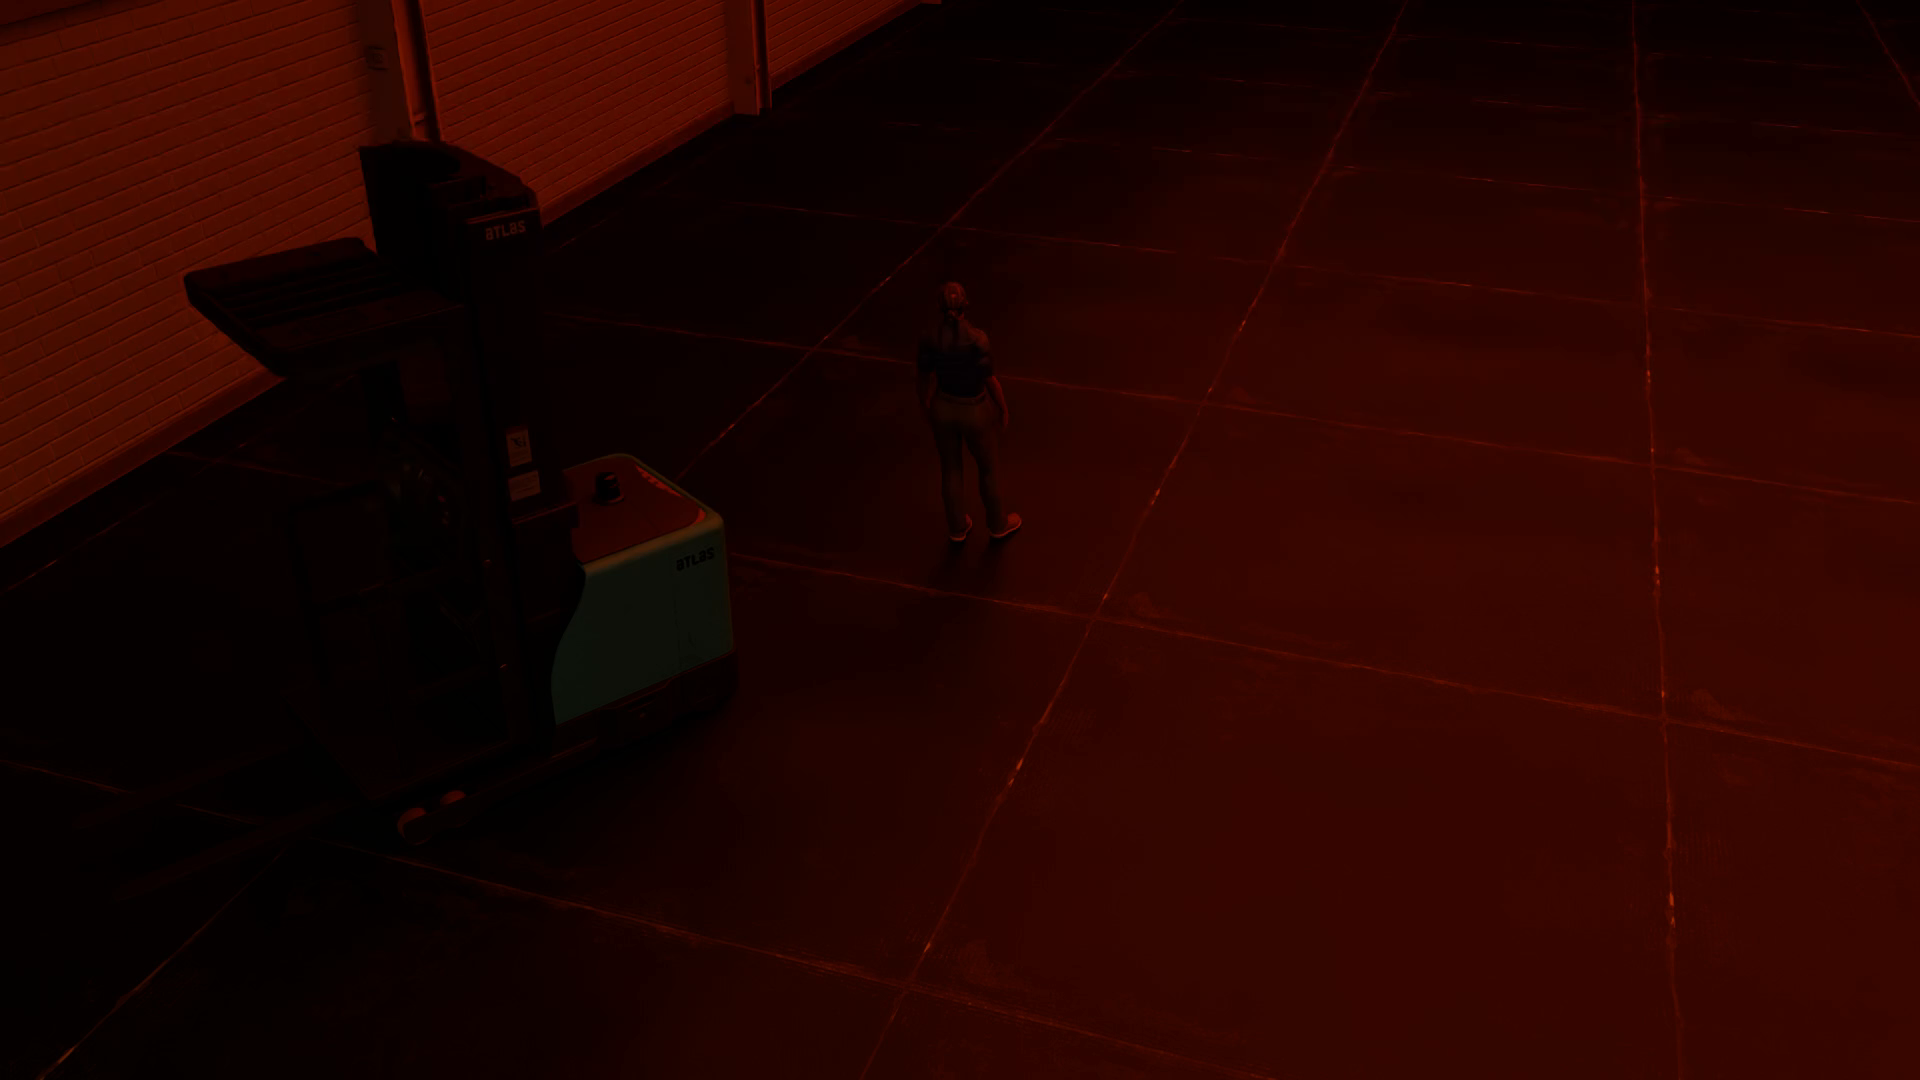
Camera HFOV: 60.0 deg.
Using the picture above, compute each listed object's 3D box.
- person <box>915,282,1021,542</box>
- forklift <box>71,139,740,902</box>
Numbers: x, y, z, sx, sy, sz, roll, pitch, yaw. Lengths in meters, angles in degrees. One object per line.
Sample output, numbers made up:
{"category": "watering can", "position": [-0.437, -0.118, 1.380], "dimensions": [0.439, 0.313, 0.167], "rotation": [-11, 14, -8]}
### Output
{"category": "person", "position": [0.047, -0.763, 9.749], "dimensions": [0.569, 1.656, 0.503], "rotation": [10, 31, 16]}
{"category": "forklift", "position": [-2.598, -0.169, 7.433], "dimensions": [3.031, 2.935, 1.130], "rotation": [-23, 37, -34]}
